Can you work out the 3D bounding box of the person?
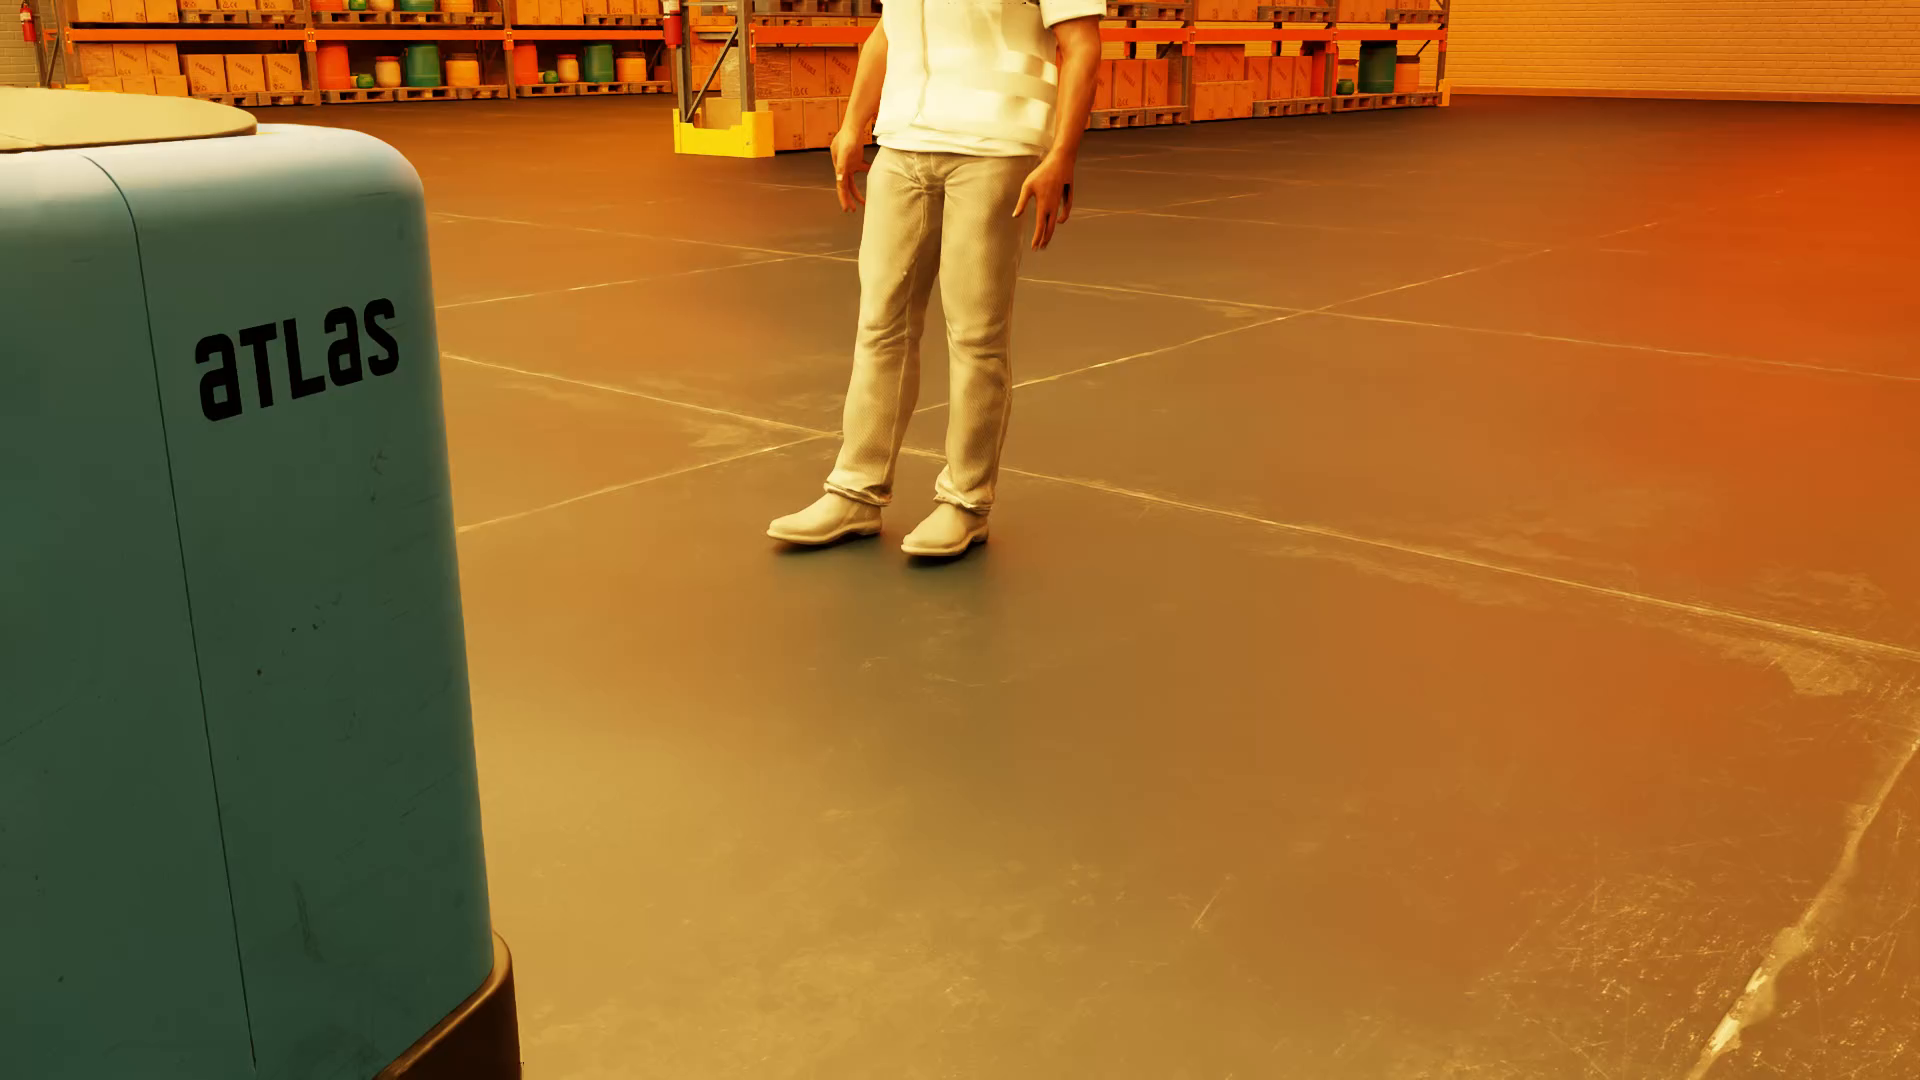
[{"bbox_3d":[-0.049,-0.837,3.635,0.666,1.768,0.575,13,21,37],"label":"person"}]
